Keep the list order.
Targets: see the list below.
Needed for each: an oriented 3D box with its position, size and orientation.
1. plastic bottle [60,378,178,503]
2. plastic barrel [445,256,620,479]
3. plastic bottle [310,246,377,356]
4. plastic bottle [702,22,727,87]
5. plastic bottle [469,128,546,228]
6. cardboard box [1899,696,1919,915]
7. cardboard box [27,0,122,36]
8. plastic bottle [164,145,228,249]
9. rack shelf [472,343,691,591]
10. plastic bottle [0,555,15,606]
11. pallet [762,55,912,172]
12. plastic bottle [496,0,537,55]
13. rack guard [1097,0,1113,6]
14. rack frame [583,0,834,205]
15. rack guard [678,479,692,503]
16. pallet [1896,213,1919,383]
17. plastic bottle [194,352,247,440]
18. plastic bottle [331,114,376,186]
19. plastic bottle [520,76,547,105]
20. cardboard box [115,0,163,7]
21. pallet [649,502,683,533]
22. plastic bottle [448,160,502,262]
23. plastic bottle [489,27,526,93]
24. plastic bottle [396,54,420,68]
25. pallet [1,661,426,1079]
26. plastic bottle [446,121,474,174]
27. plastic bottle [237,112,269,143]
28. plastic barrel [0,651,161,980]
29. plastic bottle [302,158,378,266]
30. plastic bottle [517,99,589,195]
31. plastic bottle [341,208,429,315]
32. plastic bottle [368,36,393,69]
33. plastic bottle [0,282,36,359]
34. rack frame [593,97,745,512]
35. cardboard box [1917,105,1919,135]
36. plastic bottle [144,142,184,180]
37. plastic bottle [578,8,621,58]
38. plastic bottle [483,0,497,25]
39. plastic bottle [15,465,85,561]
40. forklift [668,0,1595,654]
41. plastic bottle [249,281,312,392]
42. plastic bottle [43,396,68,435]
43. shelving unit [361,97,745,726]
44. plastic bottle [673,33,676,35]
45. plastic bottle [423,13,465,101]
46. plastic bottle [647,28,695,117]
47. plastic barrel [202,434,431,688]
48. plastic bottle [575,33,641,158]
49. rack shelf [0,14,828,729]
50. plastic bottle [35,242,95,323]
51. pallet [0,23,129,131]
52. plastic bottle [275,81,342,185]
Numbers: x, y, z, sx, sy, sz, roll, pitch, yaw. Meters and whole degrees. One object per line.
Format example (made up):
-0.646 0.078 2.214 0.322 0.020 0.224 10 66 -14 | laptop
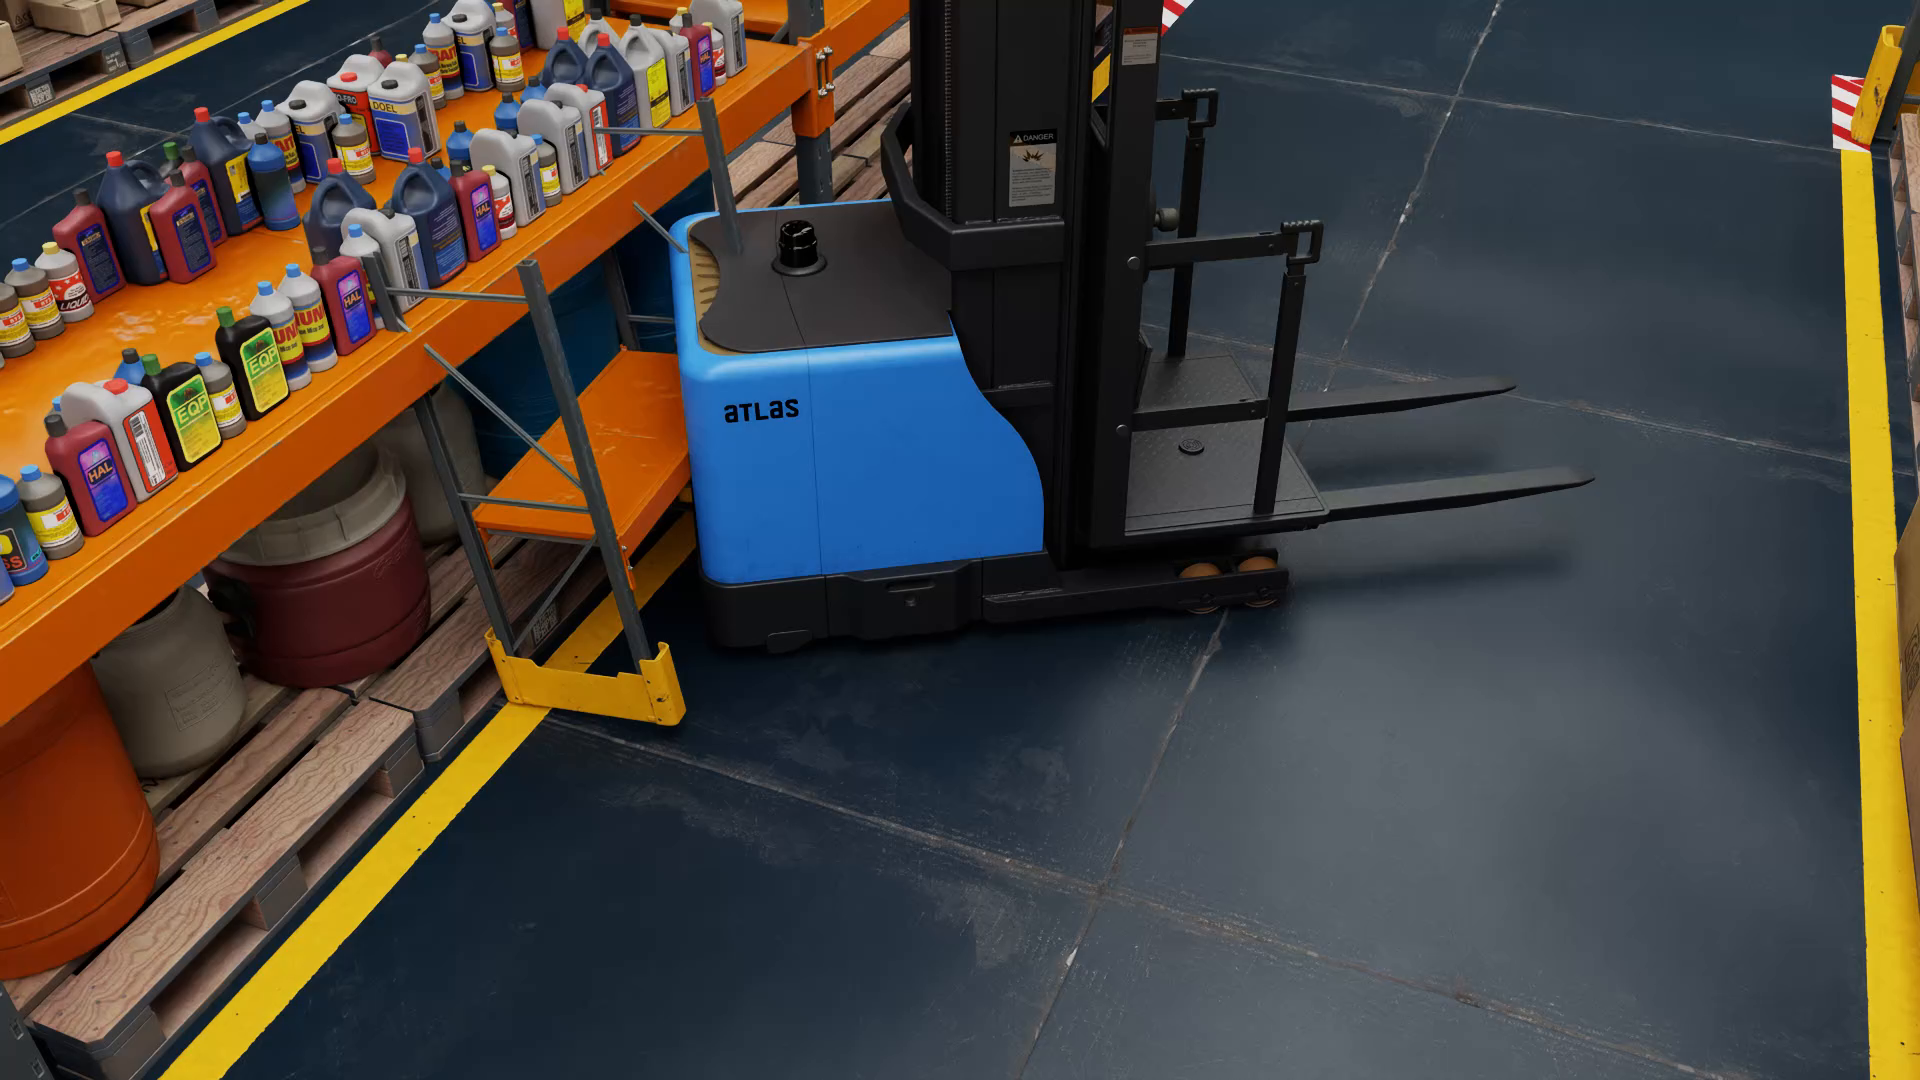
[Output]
-1.856 -0.240 3.669 0.152 0.276 0.135 14 39 18 | plastic bottle
-1.465 -0.721 5.610 0.600 0.901 0.708 14 39 18 | plastic barrel
-1.550 -0.616 4.166 0.061 0.283 0.133 14 39 18 | plastic bottle
-0.843 -1.640 5.605 0.097 0.201 0.097 0 37 0 | plastic bottle
-1.295 -1.056 4.761 0.152 0.276 0.135 14 39 18 | plastic bottle
3.043 0.583 3.889 1.225 0.875 0.875 13 39 16 | cardboard box
-4.873 -2.918 9.148 0.380 0.166 0.250 14 39 18 | cardboard box
-2.124 -0.937 4.596 0.061 0.283 0.133 14 39 18 | plastic bottle
-1.008 -0.250 5.038 0.538 0.185 1.000 6 38 18 | rack shelf
-2.032 0.016 3.327 0.152 0.276 0.135 14 39 18 | plastic bottle
-0.267 -2.059 8.328 1.003 0.211 1.213 14 39 18 | pallet
-1.558 -1.856 5.825 0.061 0.283 0.133 14 39 18 | plastic bottle
0.546 -3.312 9.763 1.175 0.500 0.348 14 39 18 | rack guard
-0.973 -2.082 6.030 1.000 3.000 0.127 14 39 18 | rack frame
-0.802 -0.192 5.677 0.587 0.250 0.087 6 38 18 | rack guard
4.432 -0.918 6.802 1.003 0.211 1.213 14 39 18 | pallet
-1.735 -0.342 3.868 0.097 0.201 0.097 0 37 0 | plastic bottle
-1.820 -1.174 4.981 0.097 0.201 0.097 0 37 0 | plastic bottle
-1.278 -1.275 5.058 0.097 0.271 0.097 0 37 0 | plastic bottle
-4.843 -3.430 9.552 0.797 0.503 0.637 14 39 18 | cardboard box
-1.305 -0.548 6.306 1.003 0.211 1.213 14 39 18 | pallet
-1.340 -0.921 4.574 0.061 0.283 0.133 14 39 18 | plastic bottle
-1.518 -1.612 5.568 0.097 0.201 0.097 0 37 0 | plastic bottle
-1.784 -1.465 5.370 0.097 0.201 0.097 0 37 0 | plastic bottle
-2.234 0.803 4.499 1.003 0.211 1.213 14 39 18 | pallet
-1.417 -1.073 4.787 0.097 0.271 0.097 0 37 0 | plastic bottle
-2.049 -1.108 4.835 0.097 0.271 0.097 0 37 0 | plastic bottle
-2.325 0.559 3.959 0.600 0.830 0.708 14 39 18 | plastic barrel
-1.631 -0.829 4.395 0.144 0.351 0.185 14 39 18 | plastic bottle
-1.206 -1.185 4.933 0.152 0.276 0.135 14 39 18 | plastic bottle
-1.504 -0.752 4.354 0.152 0.276 0.135 14 39 18 | plastic bottle
-1.845 -1.438 5.266 0.061 0.283 0.133 14 39 18 | plastic bottle
-2.402 -0.566 4.168 0.097 0.201 0.097 0 37 0 | plastic bottle
-0.871 -0.694 5.311 0.500 1.500 0.032 6 38 18 | rack frame
4.960 -2.113 7.496 0.875 0.875 0.875 14 39 18 | cardboard box
-2.180 -0.951 4.614 0.061 0.283 0.133 14 39 18 | plastic bottle
-1.154 -1.512 5.308 0.144 0.351 0.185 14 39 18 | plastic bottle
-1.622 -1.729 5.665 0.097 0.271 0.097 0 37 0 | plastic bottle
-1.925 -0.066 3.499 0.097 0.201 0.097 0 37 0 | plastic bottle
0.614 -1.240 4.961 3.031 2.935 1.130 -6 37 -8 | forklift
-1.648 -0.498 4.018 0.097 0.271 0.097 0 37 0 | plastic bottle
-1.978 -0.228 3.716 0.097 0.201 0.097 0 37 0 | plastic bottle
-1.025 -0.400 4.939 0.587 1.500 1.083 6 38 18 | shelving unit
-0.950 -1.580 5.525 0.097 0.201 0.097 0 37 0 | plastic bottle
-1.710 -1.601 5.493 0.097 0.271 0.097 0 37 0 | plastic bottle
-0.963 -1.538 5.406 0.152 0.276 0.135 14 39 18 | plastic bottle
-1.895 0.030 4.868 0.600 0.588 0.708 14 39 18 | plastic barrel
-1.091 -1.377 5.128 0.144 0.351 0.185 14 39 18 | plastic bottle
-1.734 -0.687 4.764 1.077 0.370 4.000 14 39 18 | rack shelf
-2.328 -0.674 4.312 0.097 0.201 0.097 0 37 0 | plastic bottle
-5.290 -2.476 8.886 1.003 0.211 1.213 14 39 18 | pallet
-1.942 -1.222 4.983 0.152 0.276 0.135 14 39 18 | plastic bottle
